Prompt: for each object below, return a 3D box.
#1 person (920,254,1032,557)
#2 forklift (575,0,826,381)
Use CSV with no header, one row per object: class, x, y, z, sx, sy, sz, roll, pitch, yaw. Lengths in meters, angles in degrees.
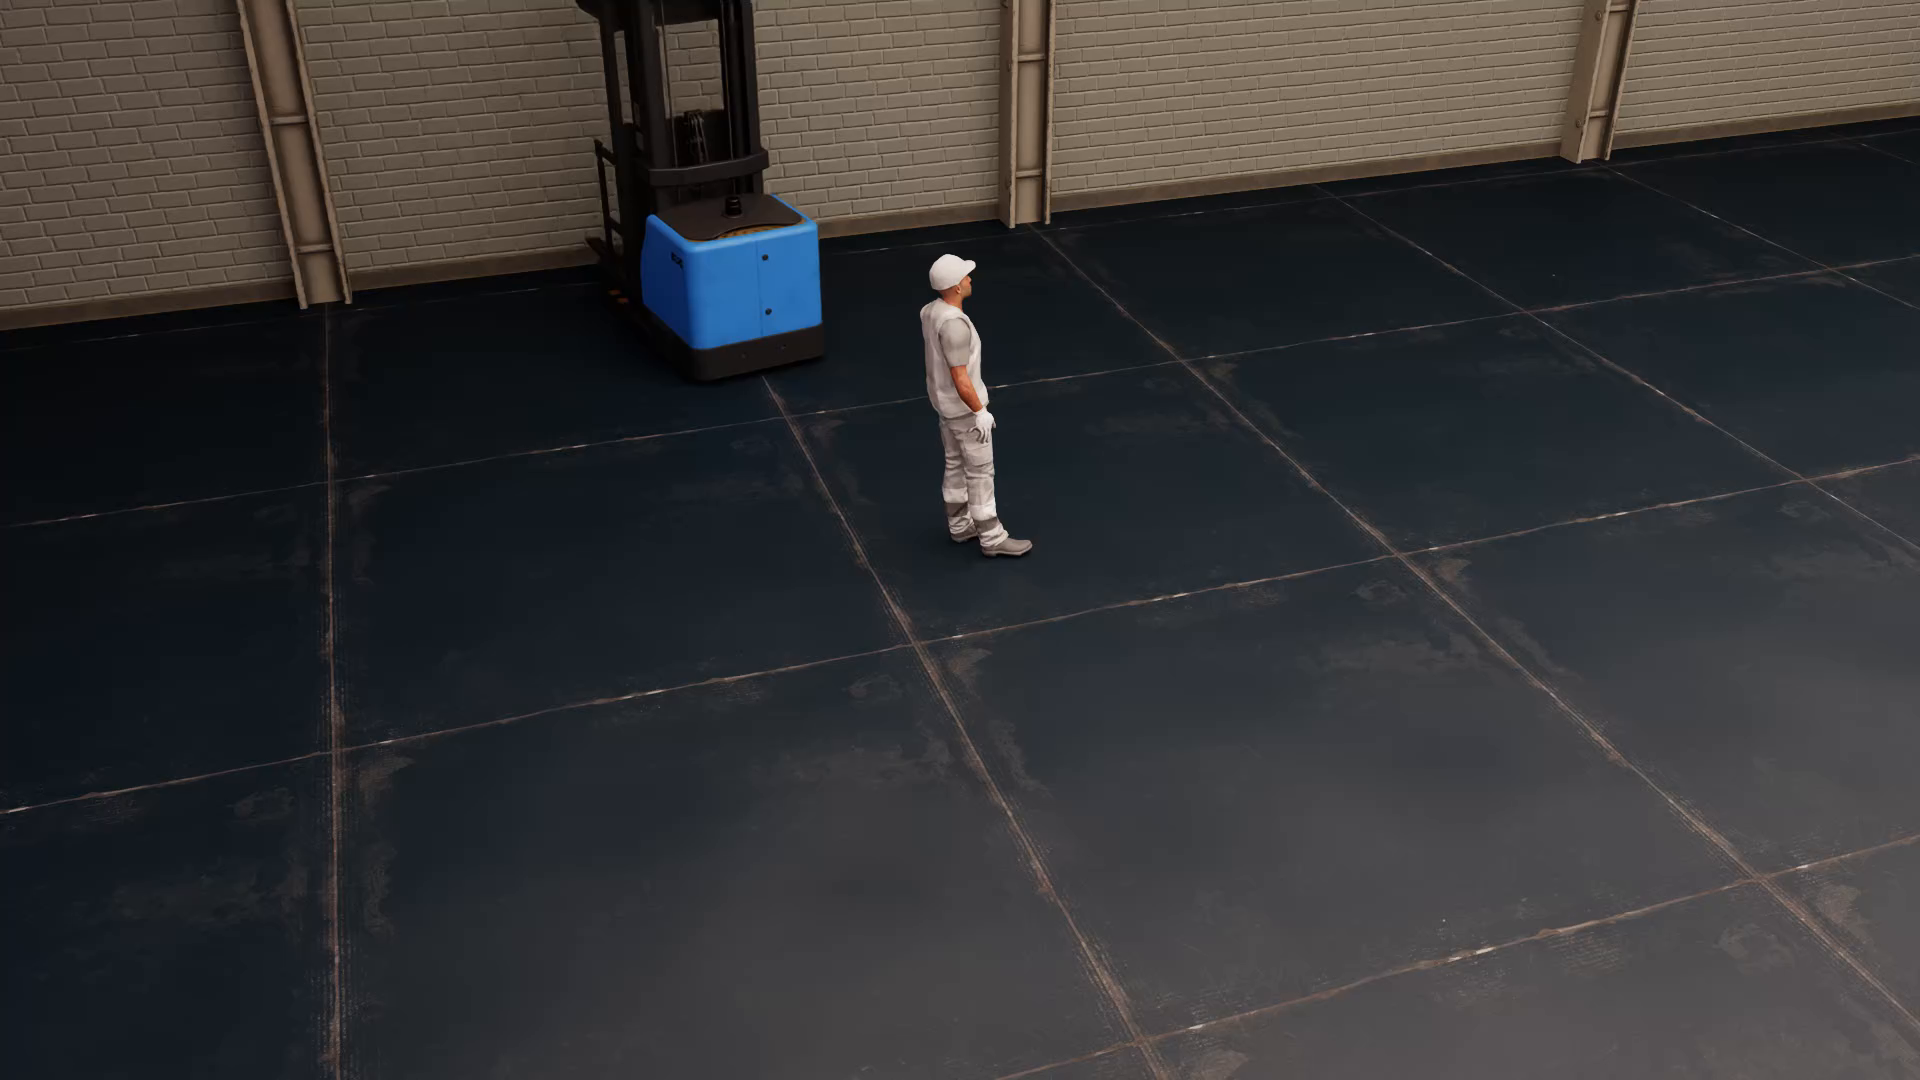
person,0.081,-0.789,9.588,0.562,1.790,0.637,-10,31,-16
forklift,-2.163,-3.105,12.483,1.130,2.935,3.031,-16,34,-25
